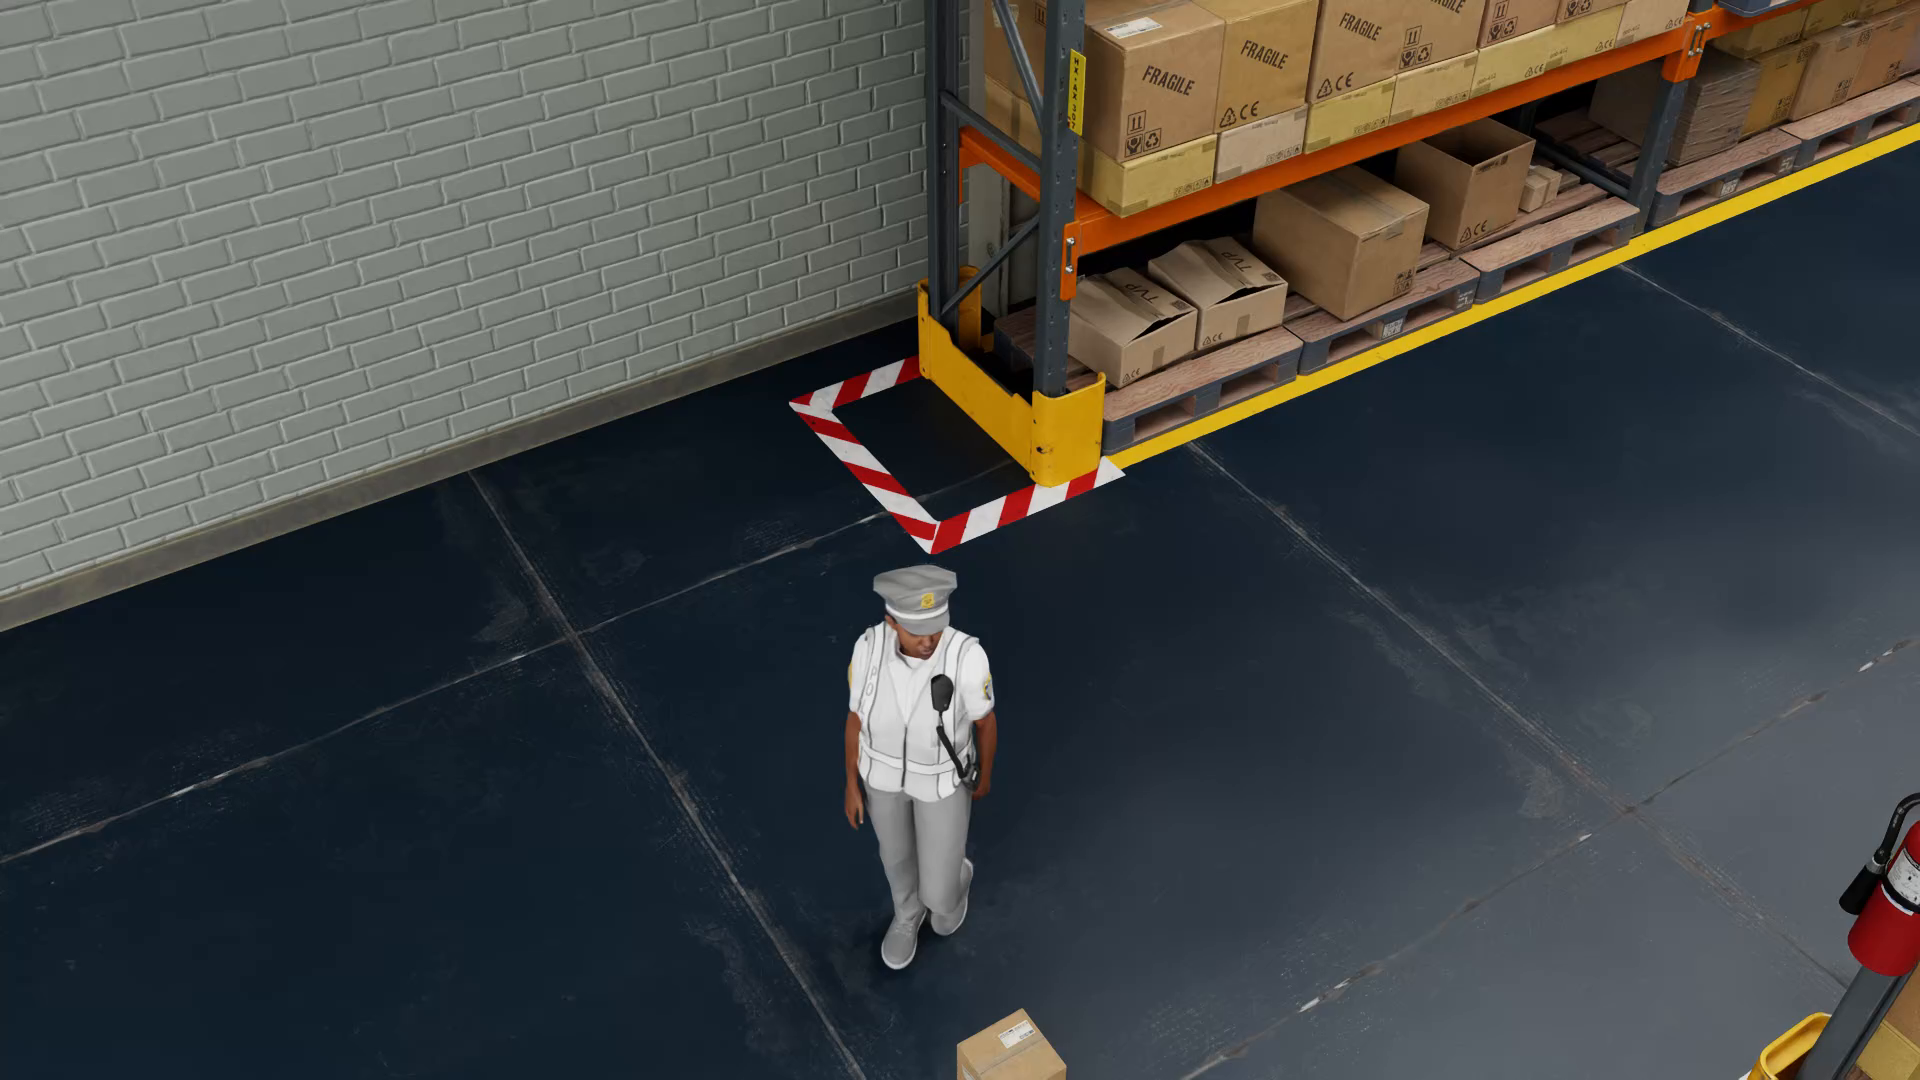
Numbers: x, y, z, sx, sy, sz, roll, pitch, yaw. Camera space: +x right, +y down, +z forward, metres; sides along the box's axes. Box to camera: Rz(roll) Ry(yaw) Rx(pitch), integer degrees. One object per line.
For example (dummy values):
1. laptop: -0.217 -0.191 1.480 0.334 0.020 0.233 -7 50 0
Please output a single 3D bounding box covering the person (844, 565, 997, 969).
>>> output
1. person: -0.137 0.767 5.236 0.456 1.688 0.439 11 42 13
